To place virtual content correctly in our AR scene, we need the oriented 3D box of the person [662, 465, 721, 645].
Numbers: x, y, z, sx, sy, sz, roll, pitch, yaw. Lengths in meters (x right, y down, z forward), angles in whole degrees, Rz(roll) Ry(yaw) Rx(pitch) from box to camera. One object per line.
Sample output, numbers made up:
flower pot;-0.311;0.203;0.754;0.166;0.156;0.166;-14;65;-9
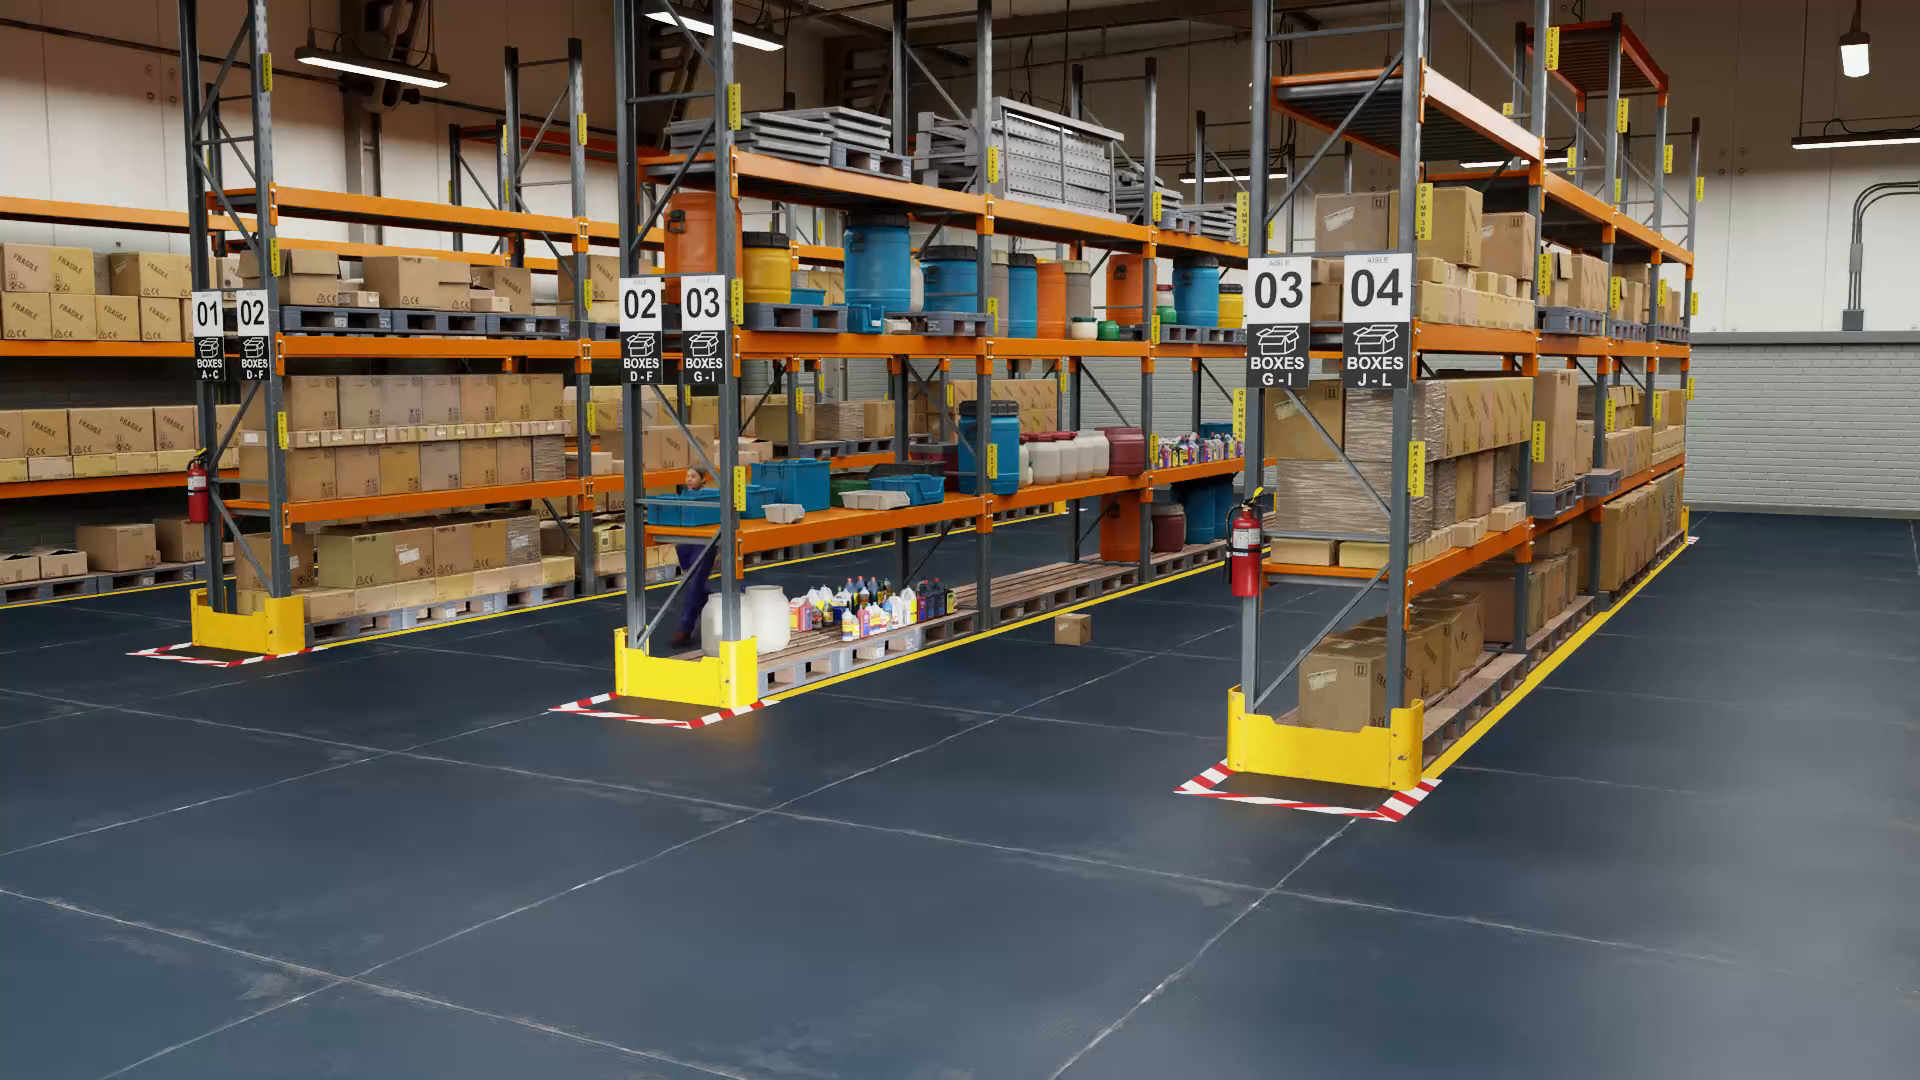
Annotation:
person;-2.487;0.113;15.394;0.497;1.588;0.948;4;7;31
